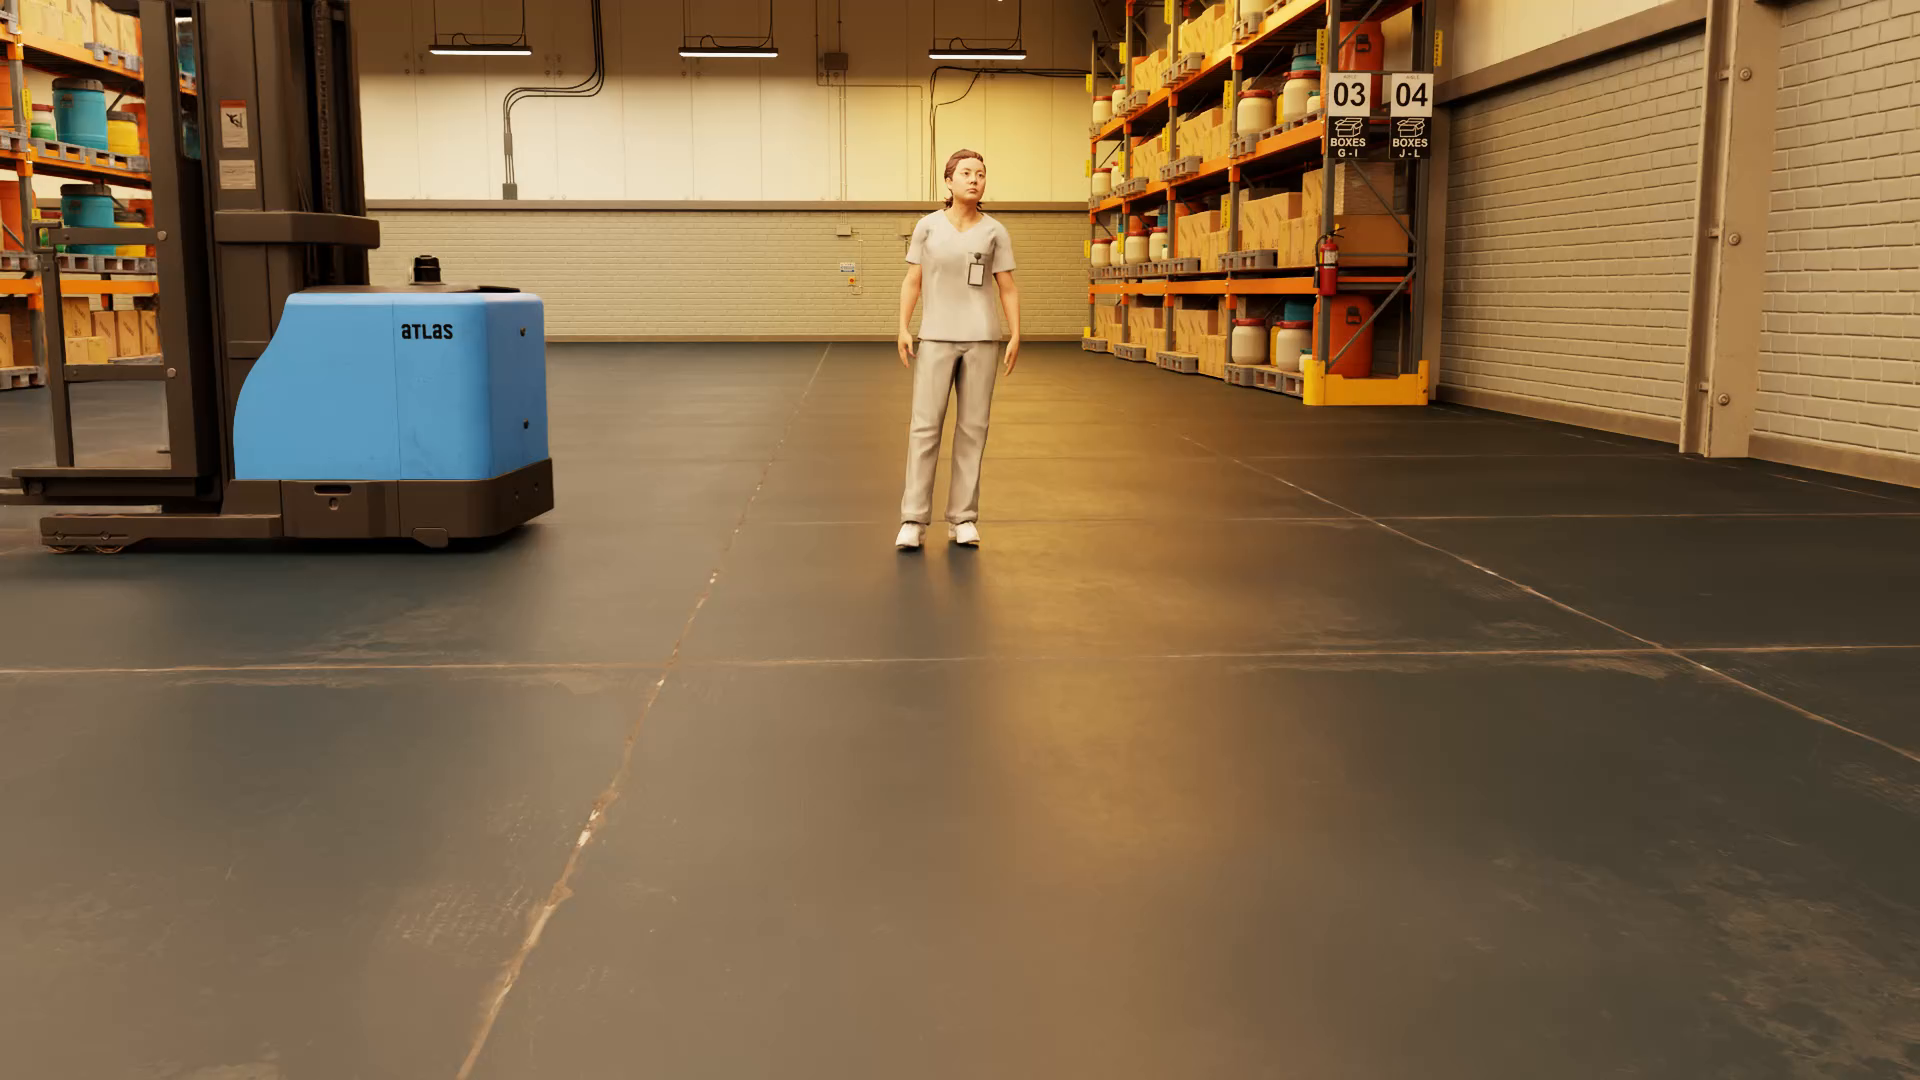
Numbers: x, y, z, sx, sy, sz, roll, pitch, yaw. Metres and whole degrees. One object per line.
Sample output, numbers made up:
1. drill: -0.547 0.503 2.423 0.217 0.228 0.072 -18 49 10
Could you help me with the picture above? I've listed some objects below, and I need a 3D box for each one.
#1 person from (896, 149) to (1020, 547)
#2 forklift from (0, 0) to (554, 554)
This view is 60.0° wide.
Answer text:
1. person: -0.009 -0.825 7.112 0.549 1.675 0.549 -1 8 -4
2. forklift: -3.435 -1.469 7.225 3.031 2.935 1.130 0 8 2
